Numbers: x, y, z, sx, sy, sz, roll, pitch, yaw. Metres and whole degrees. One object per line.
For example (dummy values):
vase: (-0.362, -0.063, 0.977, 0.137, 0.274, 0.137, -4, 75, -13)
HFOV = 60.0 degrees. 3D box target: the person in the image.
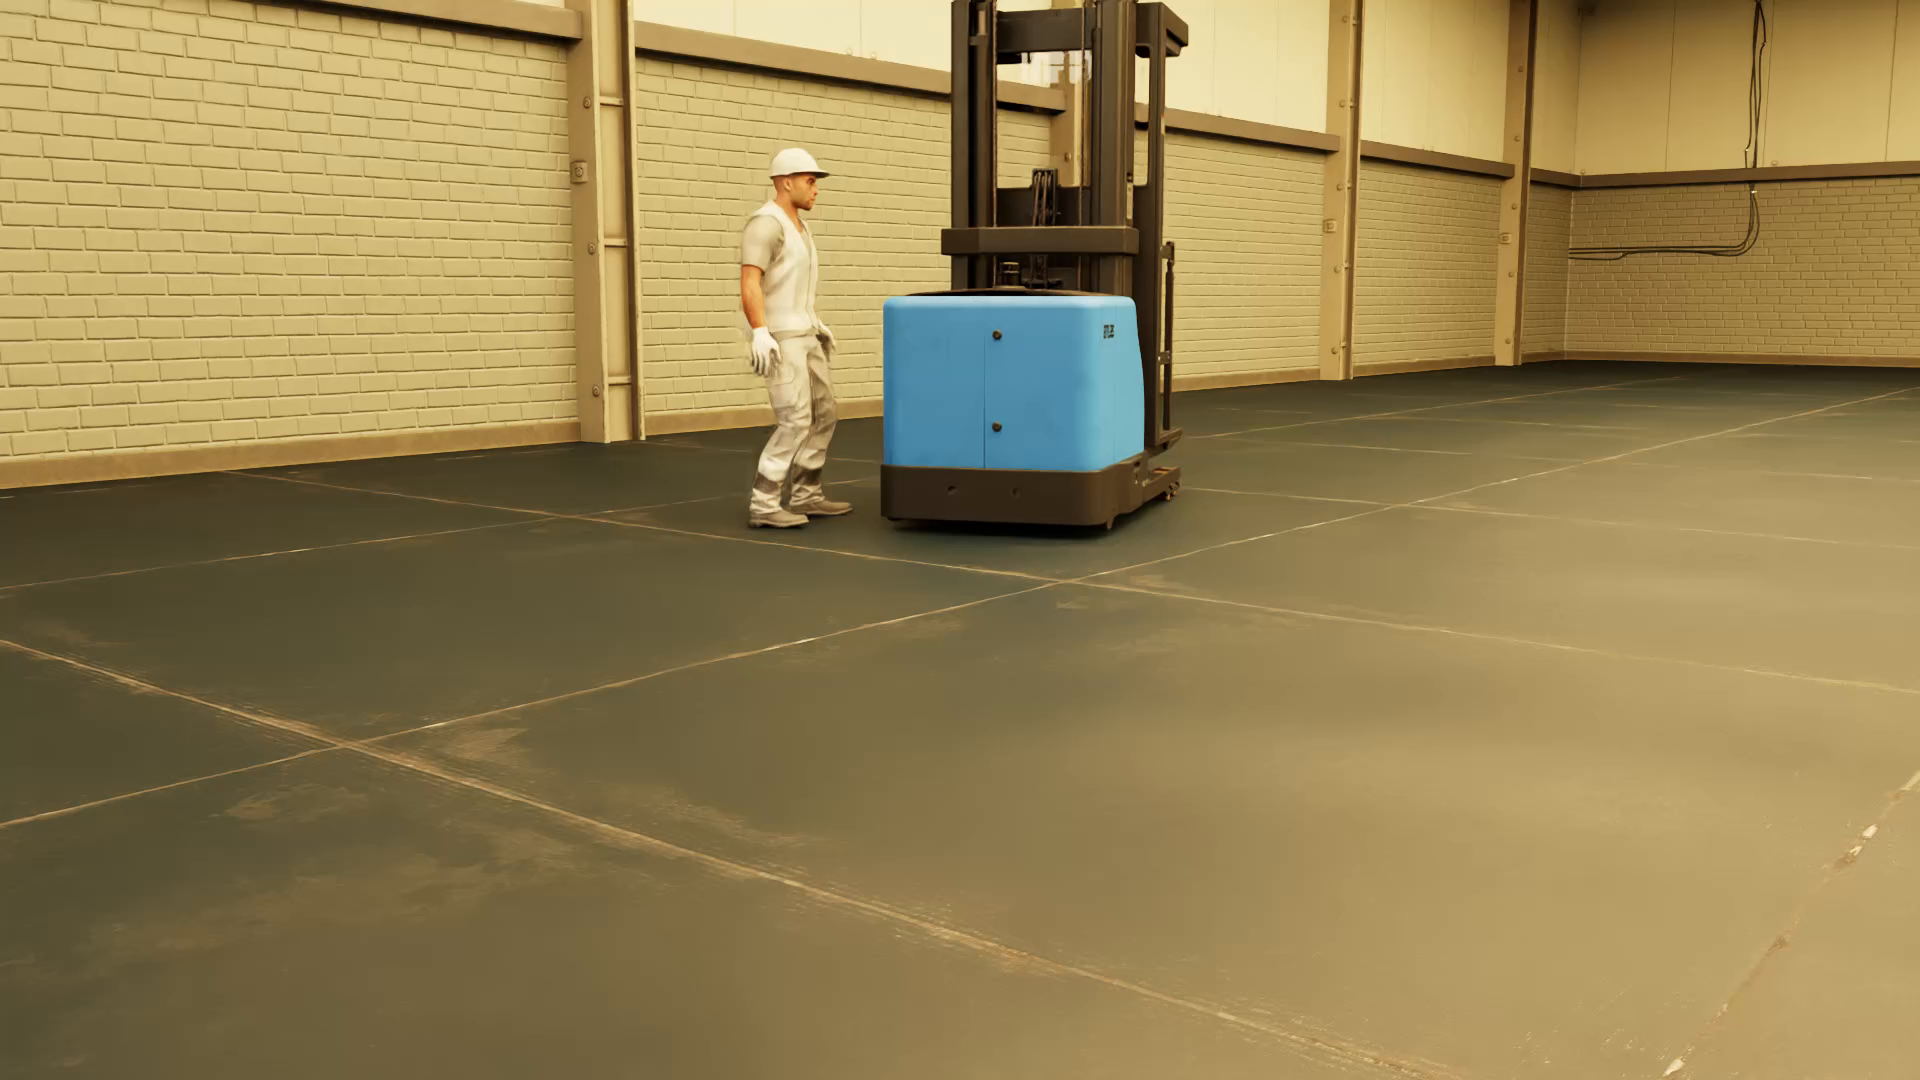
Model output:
person: (-0.793, -0.941, 7.809, 0.398, 1.754, 0.815, 2, 9, 14)

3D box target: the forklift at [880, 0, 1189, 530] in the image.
forklift: (0.565, -1.670, 8.693, 1.130, 2.935, 3.031, 3, 9, 17)
